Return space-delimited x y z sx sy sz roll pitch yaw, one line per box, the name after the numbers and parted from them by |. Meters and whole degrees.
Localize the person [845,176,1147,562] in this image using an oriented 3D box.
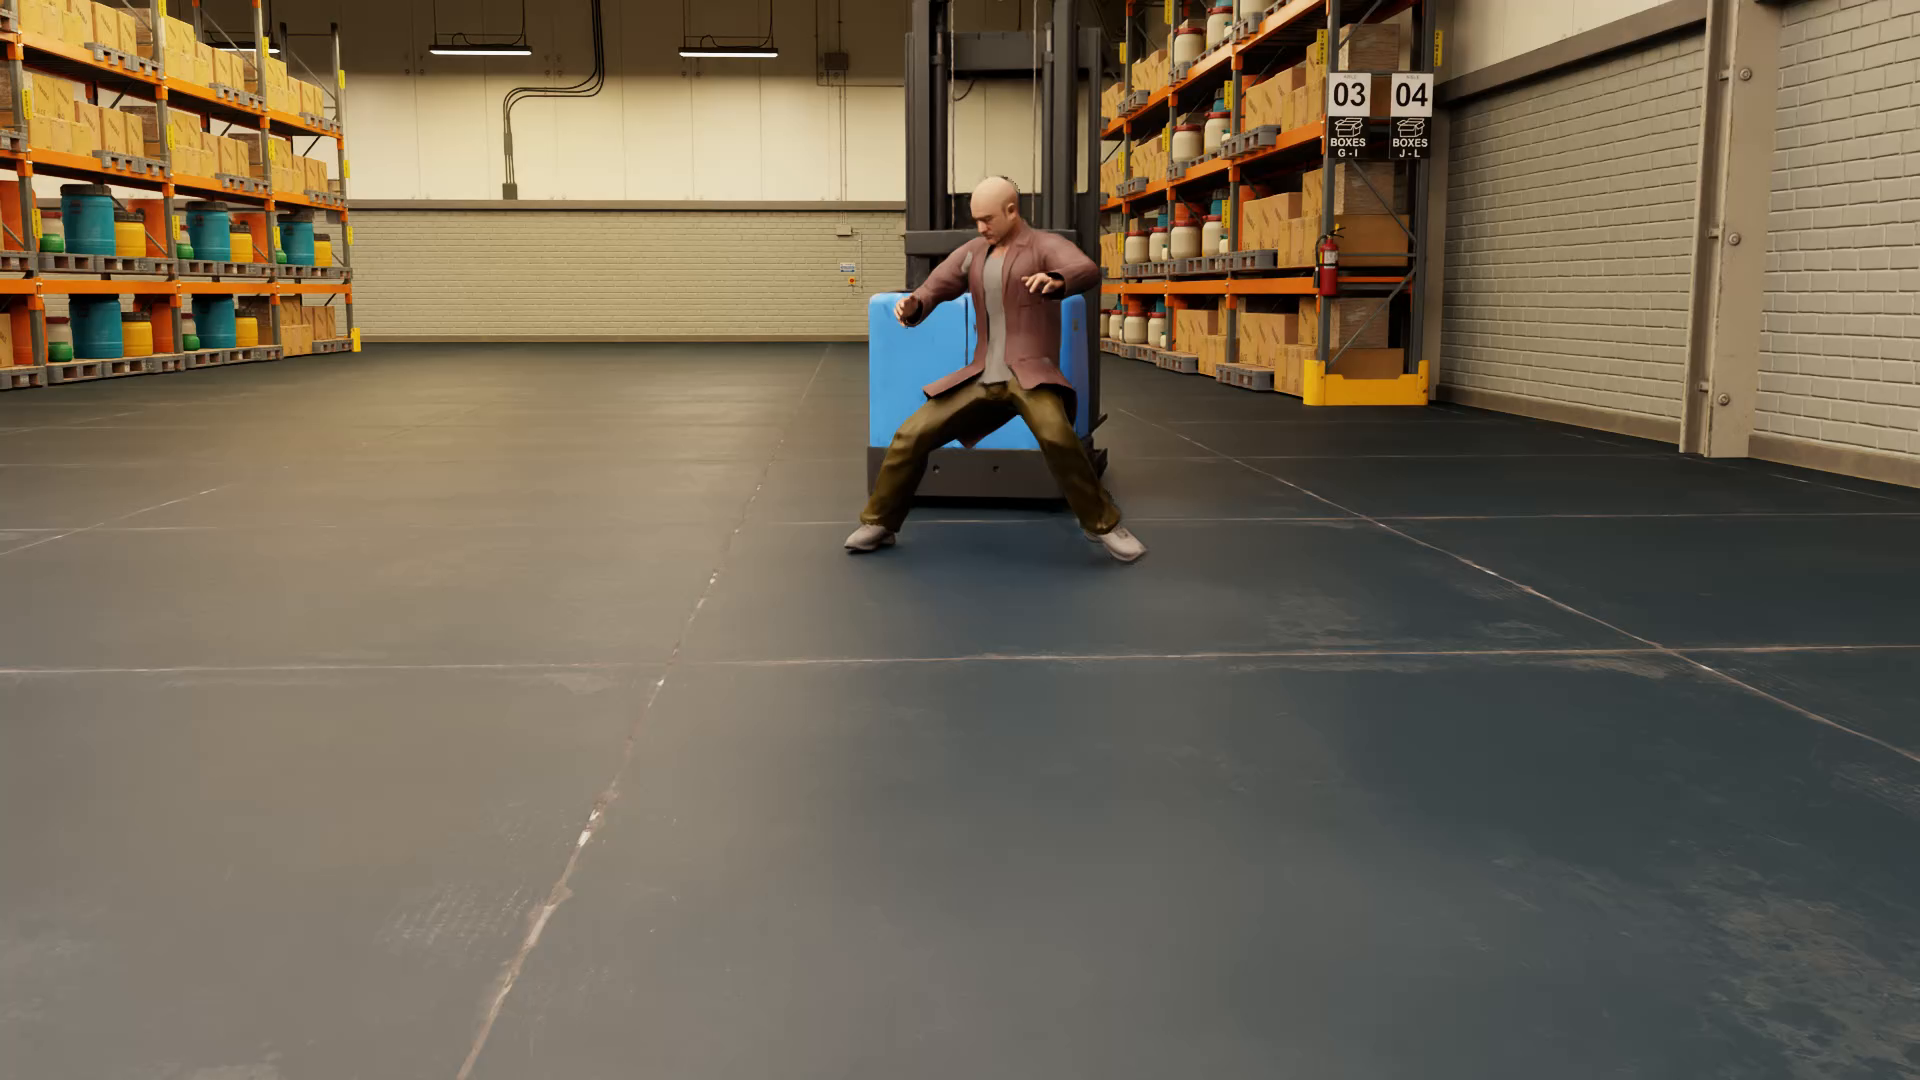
0.144 -0.689 6.710 1.279 1.536 0.709 8 11 42 | person

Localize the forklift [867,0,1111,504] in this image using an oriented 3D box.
0.279 -1.812 9.537 1.130 2.935 3.031 1 9 9 | forklift
